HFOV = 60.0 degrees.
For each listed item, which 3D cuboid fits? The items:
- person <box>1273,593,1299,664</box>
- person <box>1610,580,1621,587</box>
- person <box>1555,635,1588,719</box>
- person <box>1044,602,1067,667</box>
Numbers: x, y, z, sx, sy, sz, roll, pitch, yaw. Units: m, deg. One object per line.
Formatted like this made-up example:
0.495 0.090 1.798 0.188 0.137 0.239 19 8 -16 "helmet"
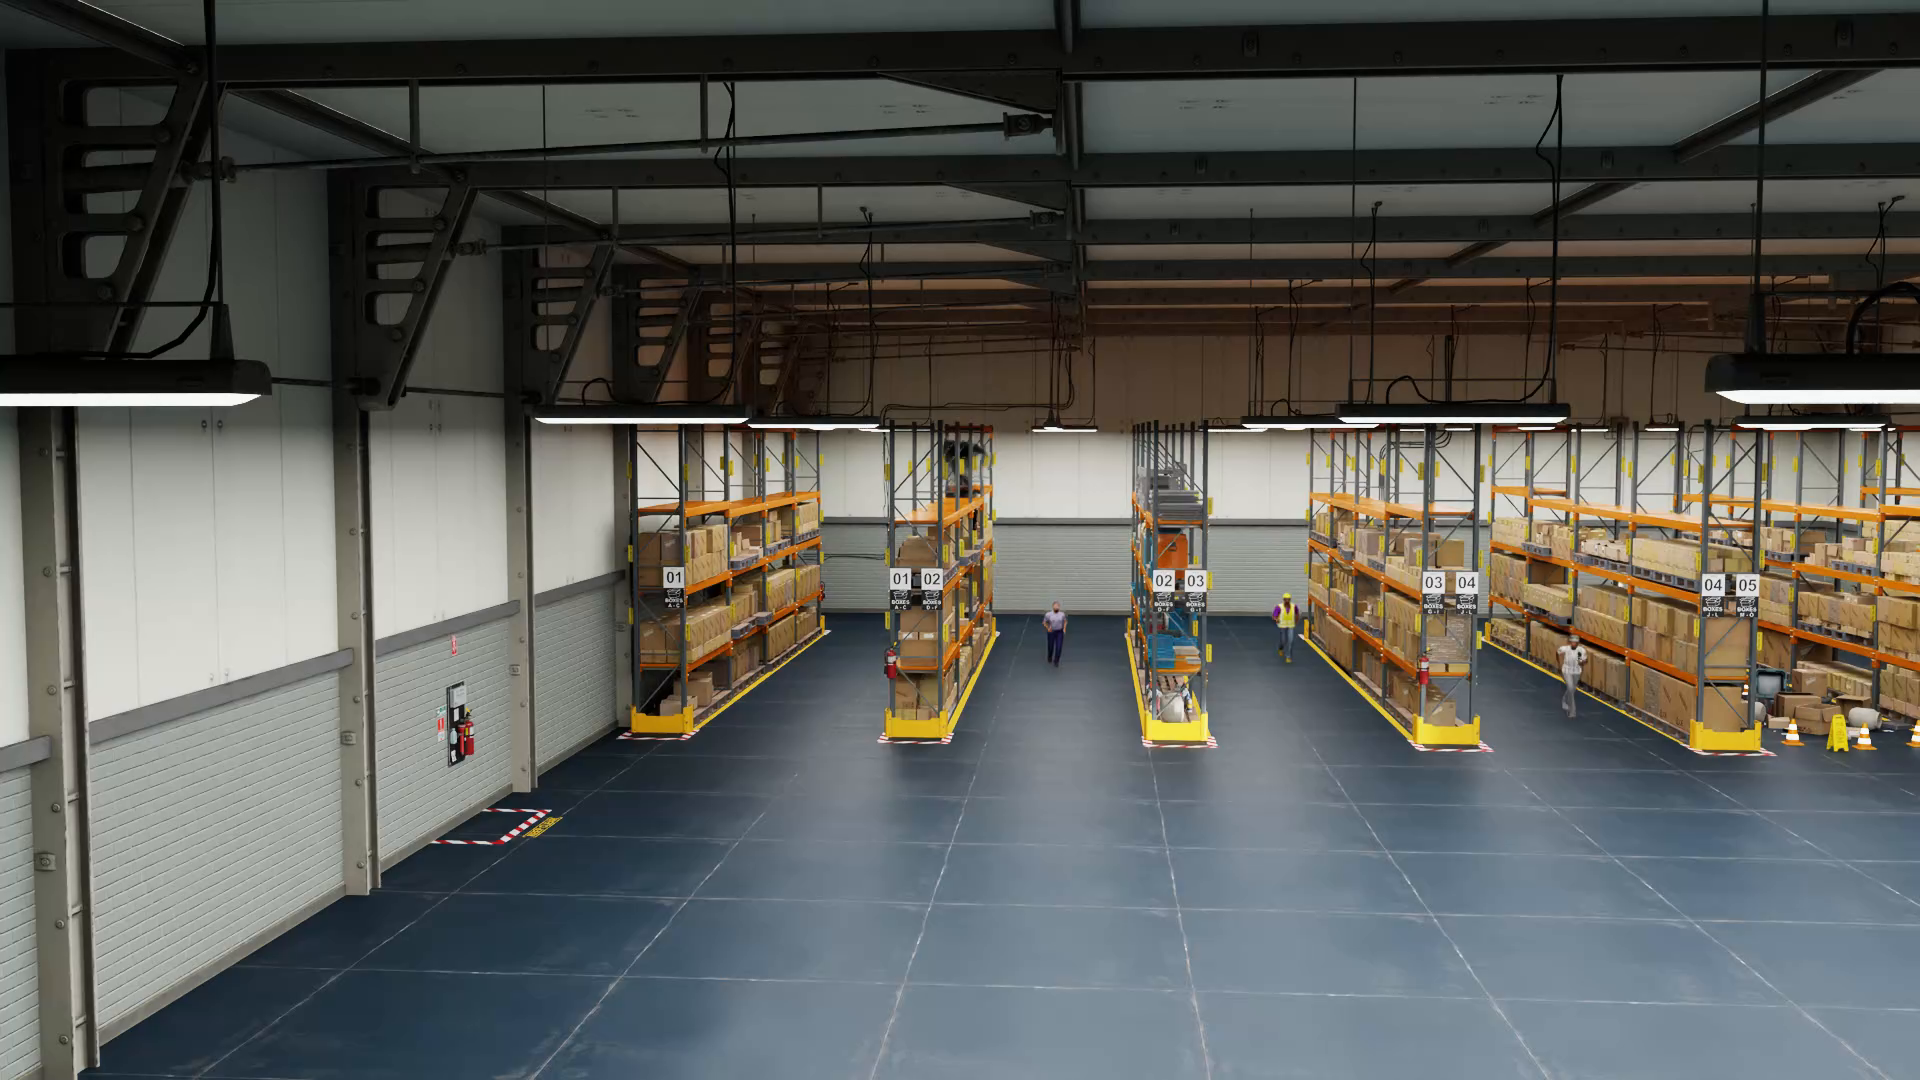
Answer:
8.213 2.199 41.904 0.675 1.745 0.900 0 4 1 "person"
19.103 1.814 48.521 0.747 1.749 0.578 -1 4 -16 "person"
12.489 2.761 34.010 0.576 1.687 0.955 0 4 2 "person"
2.365 2.328 41.118 0.595 1.590 0.560 0 4 -4 "person"
